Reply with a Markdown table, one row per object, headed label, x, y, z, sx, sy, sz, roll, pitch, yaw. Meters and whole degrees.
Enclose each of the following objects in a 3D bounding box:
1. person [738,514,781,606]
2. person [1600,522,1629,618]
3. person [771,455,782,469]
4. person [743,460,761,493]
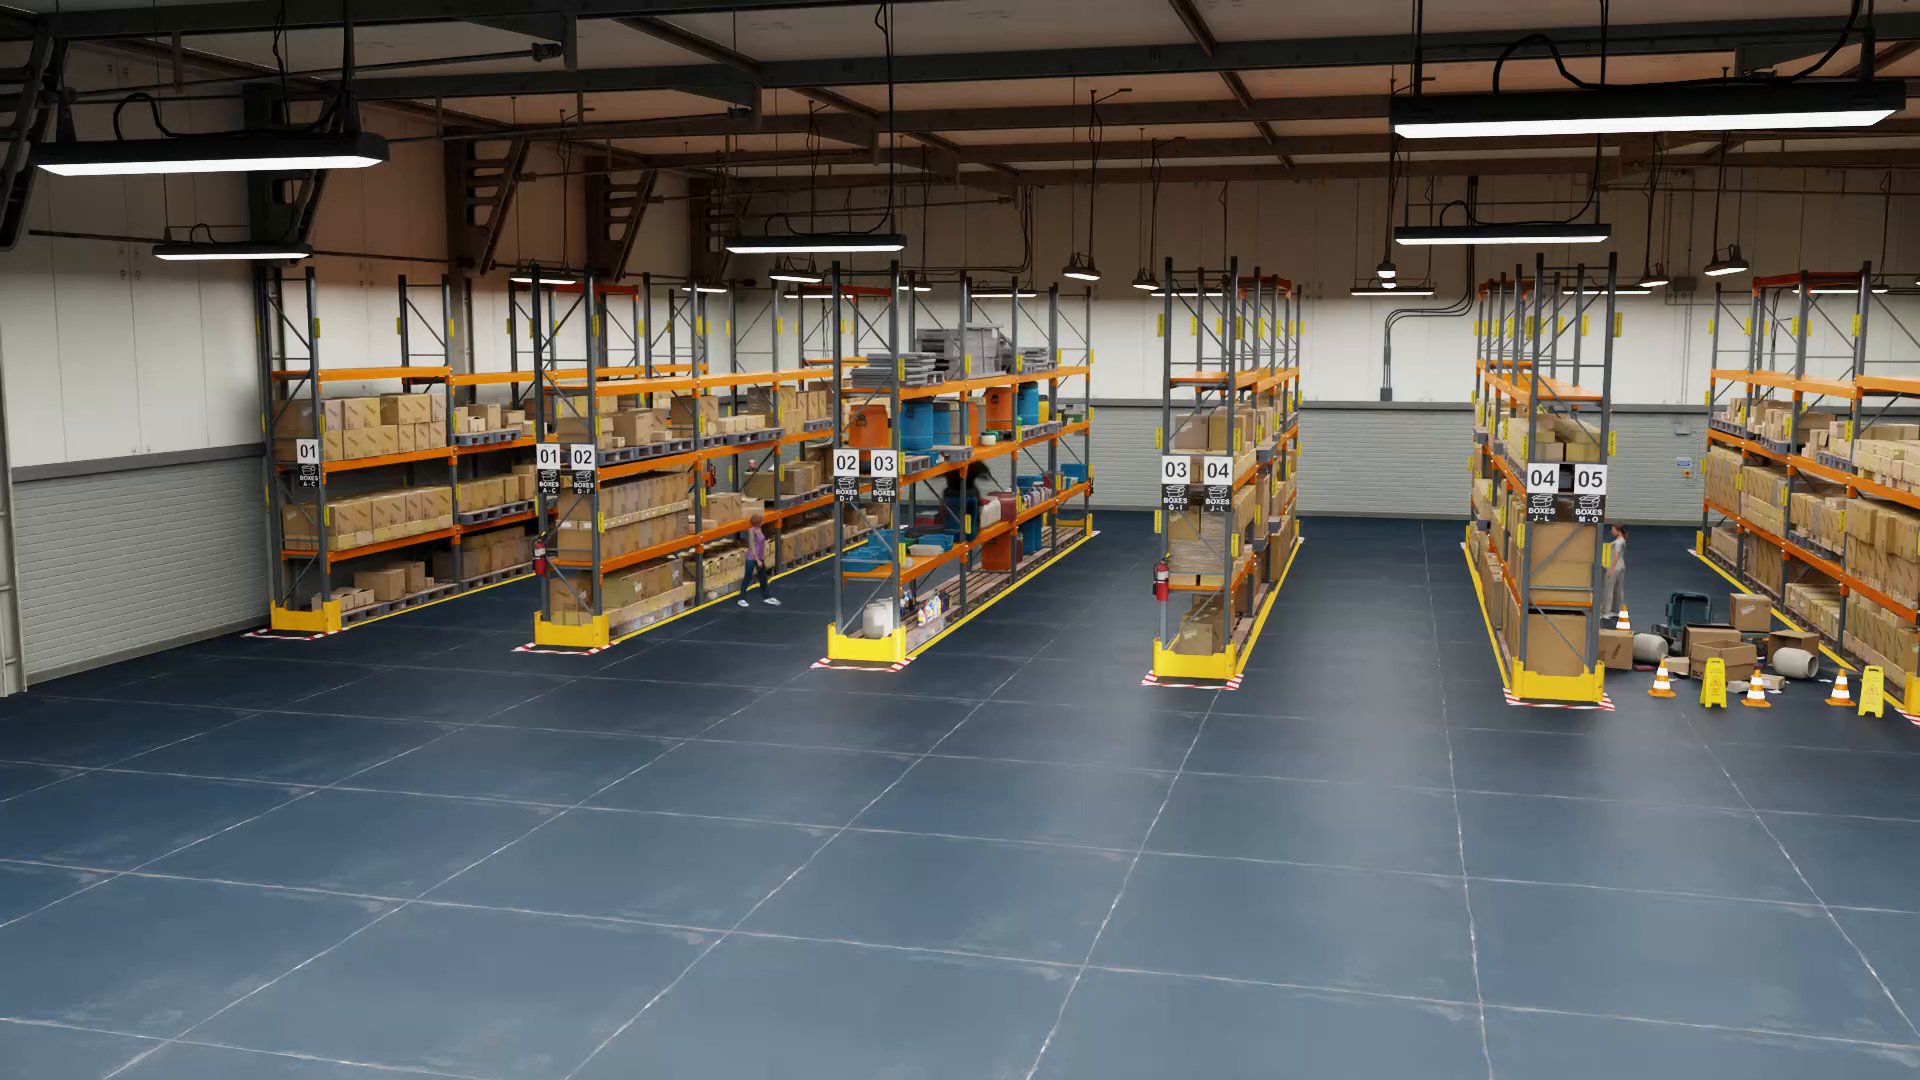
| label | x | y | z | sx | sy | sz | roll | pitch | yaw |
| --- | --- | --- | --- | --- | --- | --- | --- | --- | --- |
| person | -3.464 | 0.344 | 28.382 | 0.598 | 1.571 | 0.604 | 3 | 8 | 22 |
| person | 11.322 | 0.525 | 28.864 | 0.445 | 1.685 | 0.538 | 7 | 10 | 43 |
| person | -4.775 | -1.446 | 44.158 | 0.418 | 1.673 | 0.497 | 4 | 8 | 26 |
| person | -5.196 | -1.161 | 41.918 | 0.373 | 1.741 | 0.552 | 6 | 10 | 40 |
